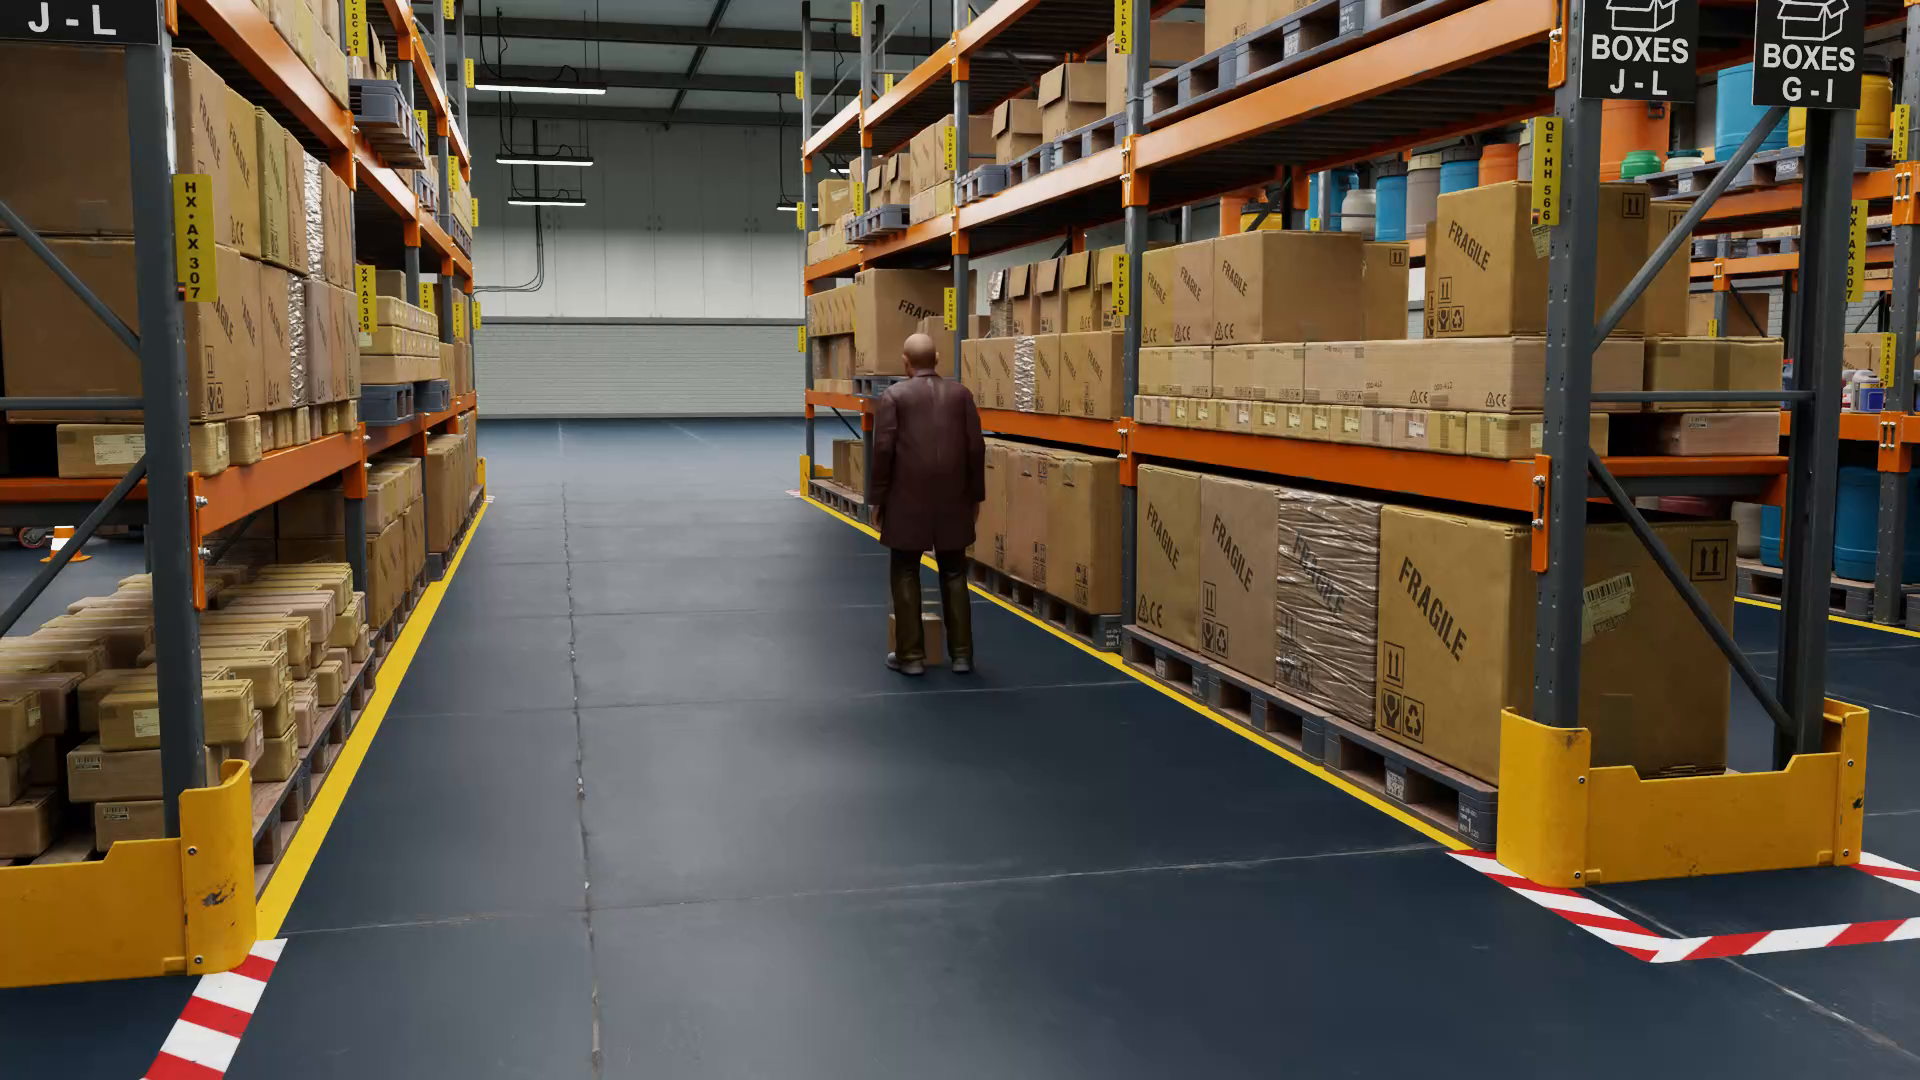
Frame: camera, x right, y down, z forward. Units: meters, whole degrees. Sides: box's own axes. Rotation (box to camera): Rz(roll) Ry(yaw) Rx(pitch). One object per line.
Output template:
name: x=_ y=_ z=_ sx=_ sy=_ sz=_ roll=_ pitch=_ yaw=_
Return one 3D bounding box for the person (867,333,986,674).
person: x=-0.176 y=-0.192 z=8.719 sx=0.640 sy=1.772 sz=0.428 roll=-2 pitch=6 yaw=-16
